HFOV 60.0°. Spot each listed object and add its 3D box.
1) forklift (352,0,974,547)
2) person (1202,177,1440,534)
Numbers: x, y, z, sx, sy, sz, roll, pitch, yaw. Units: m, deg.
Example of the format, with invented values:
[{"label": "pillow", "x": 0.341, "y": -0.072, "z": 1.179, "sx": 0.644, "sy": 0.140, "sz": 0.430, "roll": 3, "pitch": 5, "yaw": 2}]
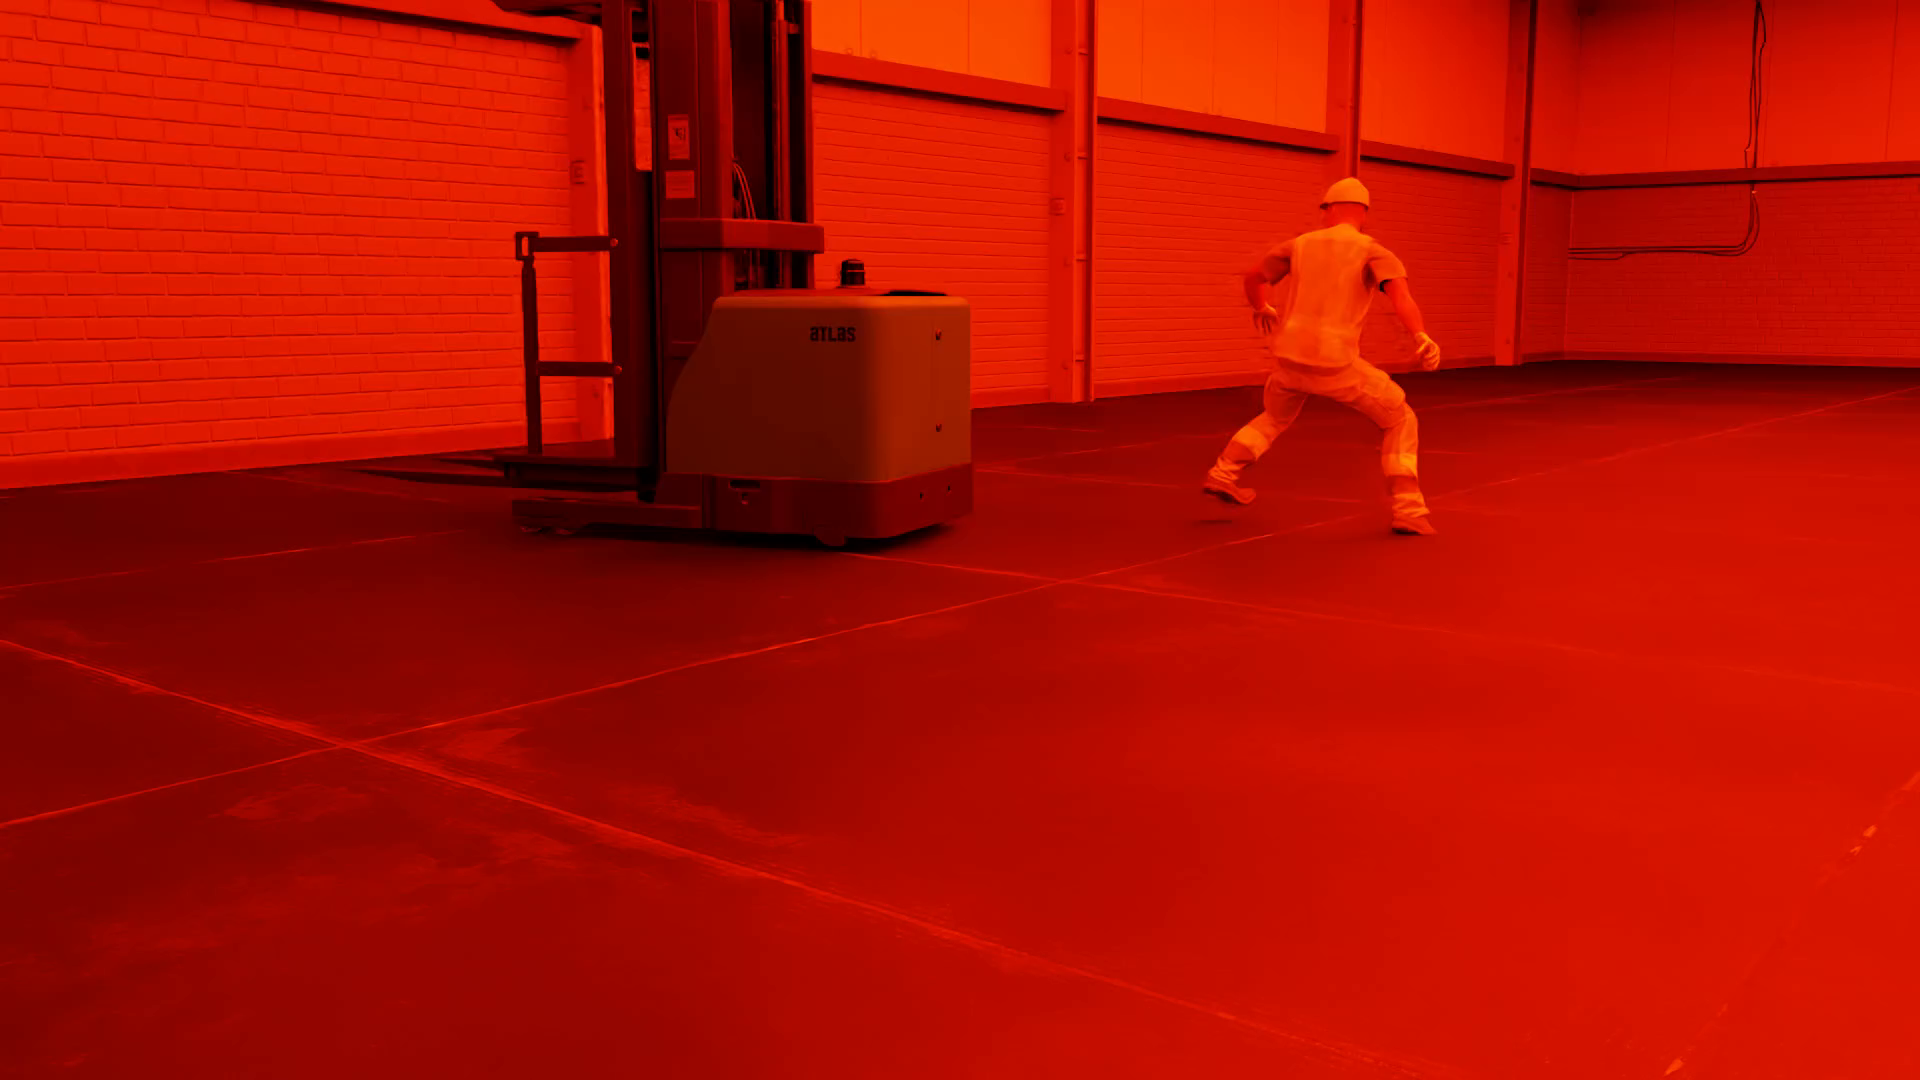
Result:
[{"label": "forklift", "x": -1.500, "y": -1.536, "z": 7.781, "sx": 3.031, "sy": 2.935, "sz": 1.130, "roll": 4, "pitch": 9, "yaw": 23}, {"label": "person", "x": 1.761, "y": -0.821, "z": 7.680, "sx": 0.560, "sy": 1.684, "sz": 1.200, "roll": -8, "pitch": 11, "yaw": -43}]
